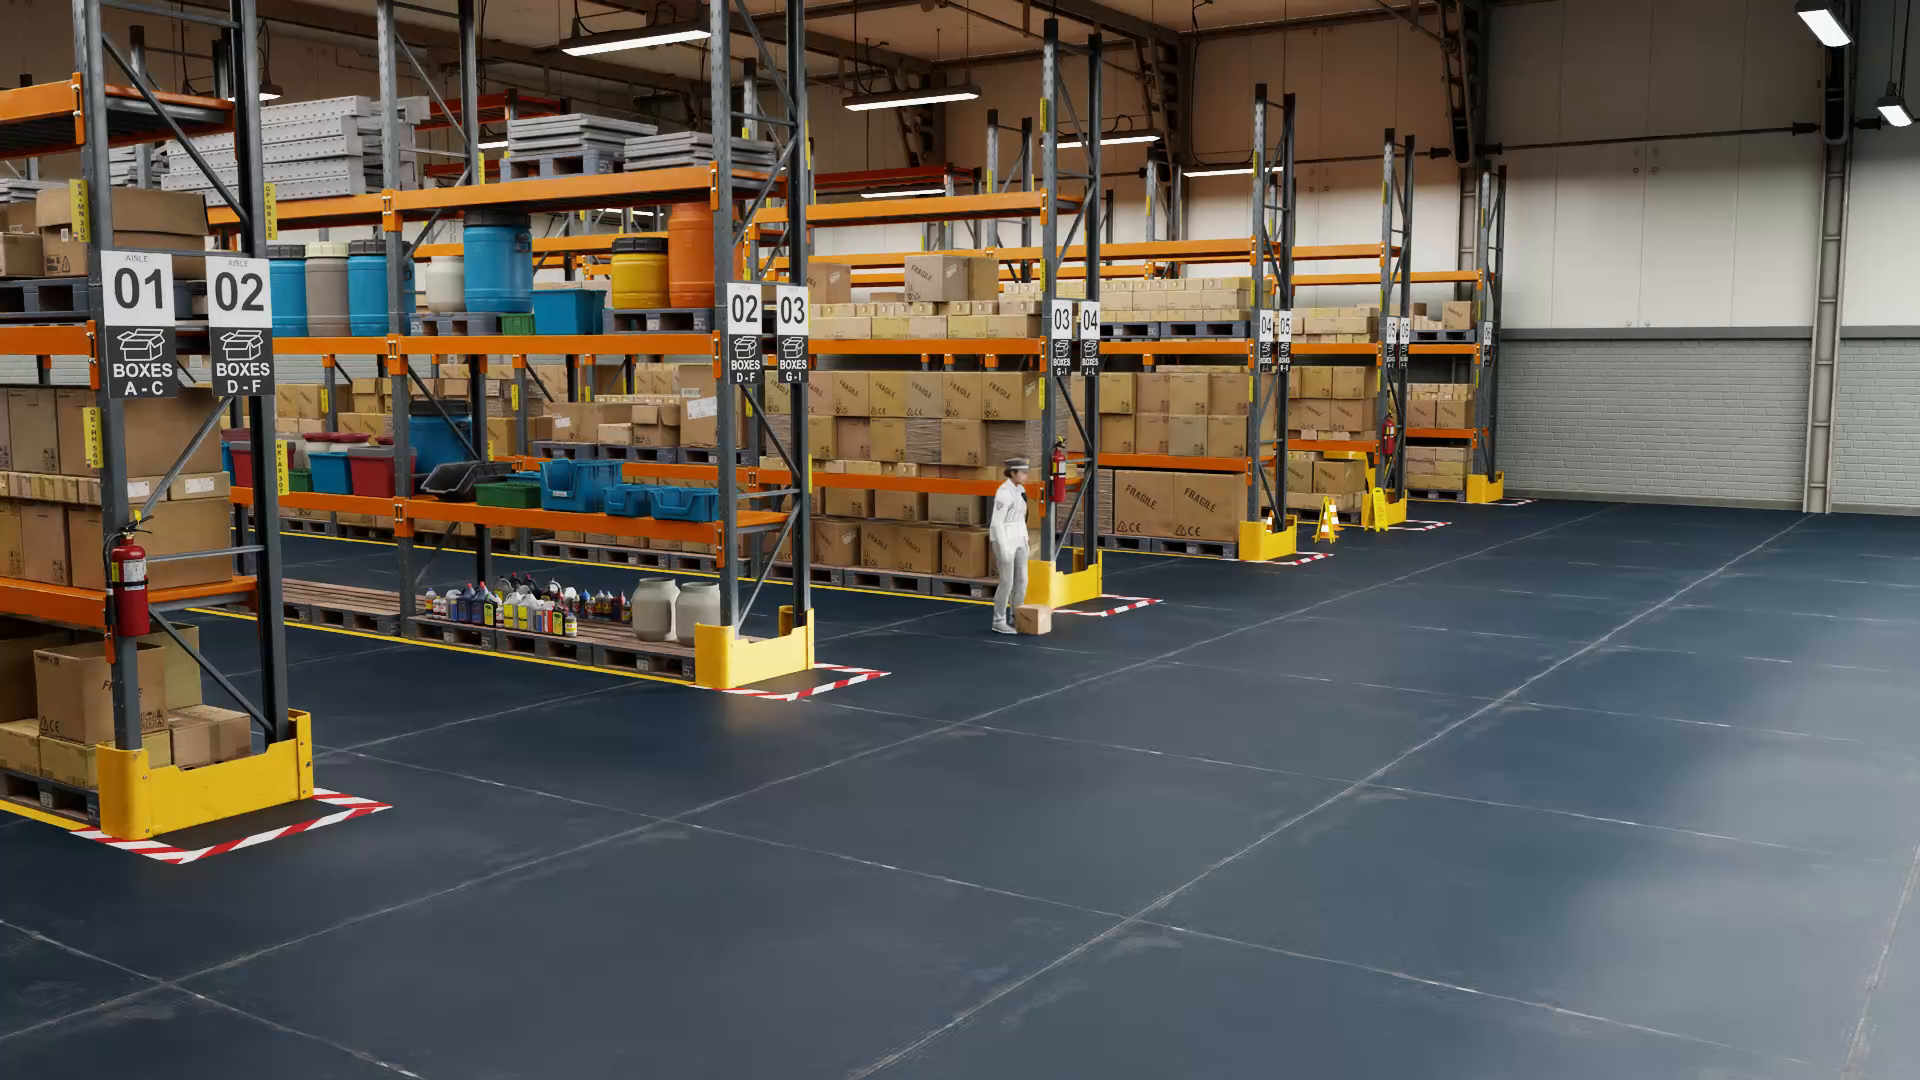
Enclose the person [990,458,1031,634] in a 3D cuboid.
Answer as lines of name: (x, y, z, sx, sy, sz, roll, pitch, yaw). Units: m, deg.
person: (0.511, 0.044, 15.906, 0.412, 1.663, 0.518, 4, 8, 31)
